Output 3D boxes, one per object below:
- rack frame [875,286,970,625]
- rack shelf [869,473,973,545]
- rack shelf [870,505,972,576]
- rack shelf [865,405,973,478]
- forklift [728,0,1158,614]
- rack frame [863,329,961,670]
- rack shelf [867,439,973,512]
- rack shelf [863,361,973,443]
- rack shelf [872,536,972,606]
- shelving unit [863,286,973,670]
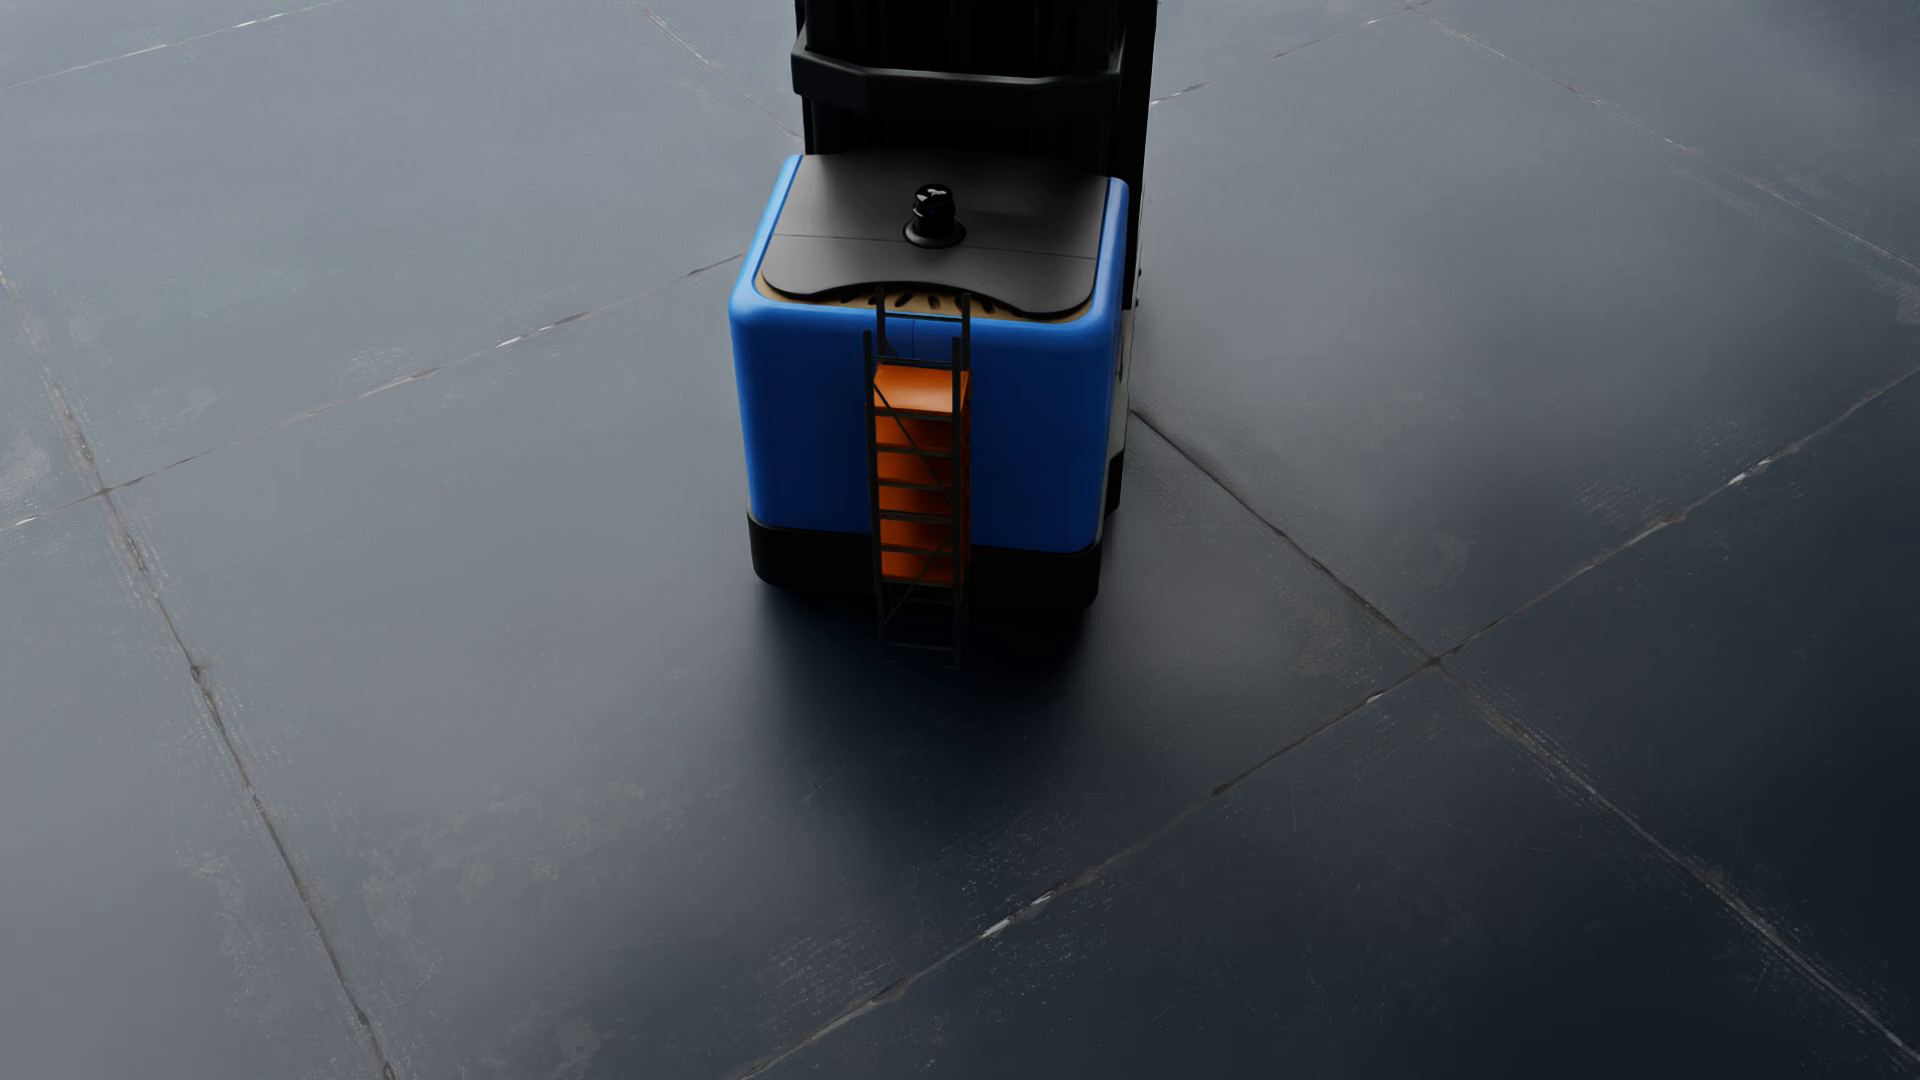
[{"bbox_3d":[-0.093,-0.192,4.582,0.240,1.200,0.006,5,44,6],"label":"rack frame"},{"bbox_3d":[-0.106,-0.097,4.547,0.258,0.103,0.180,5,44,6],"label":"rack shelf"},{"bbox_3d":[-0.106,-0.010,4.630,0.258,0.103,0.180,5,44,6],"label":"rack shelf"},{"bbox_3d":[-0.106,-0.270,4.381,0.258,0.103,0.180,5,44,6],"label":"rack shelf"},{"bbox_3d":[0.080,-1.863,5.079,1.130,2.935,3.031,5,44,6],"label":"forklift"},{"bbox_3d":[-0.118,-0.066,4.451,0.240,1.200,0.006,5,44,6],"label":"rack frame"},{"bbox_3d":[-0.106,-0.184,4.464,0.258,0.103,0.180,5,44,6],"label":"rack shelf"},{"bbox_3d":[-0.106,-0.357,4.298,0.258,0.103,0.180,5,44,6],"label":"rack shelf"},{"bbox_3d":[-0.106,0.077,4.713,0.258,0.103,0.180,5,44,6],"label":"rack shelf"},{"bbox_3d":[-0.106,-0.129,4.516,0.258,1.200,0.189,5,44,6],"label":"shelving unit"}]
